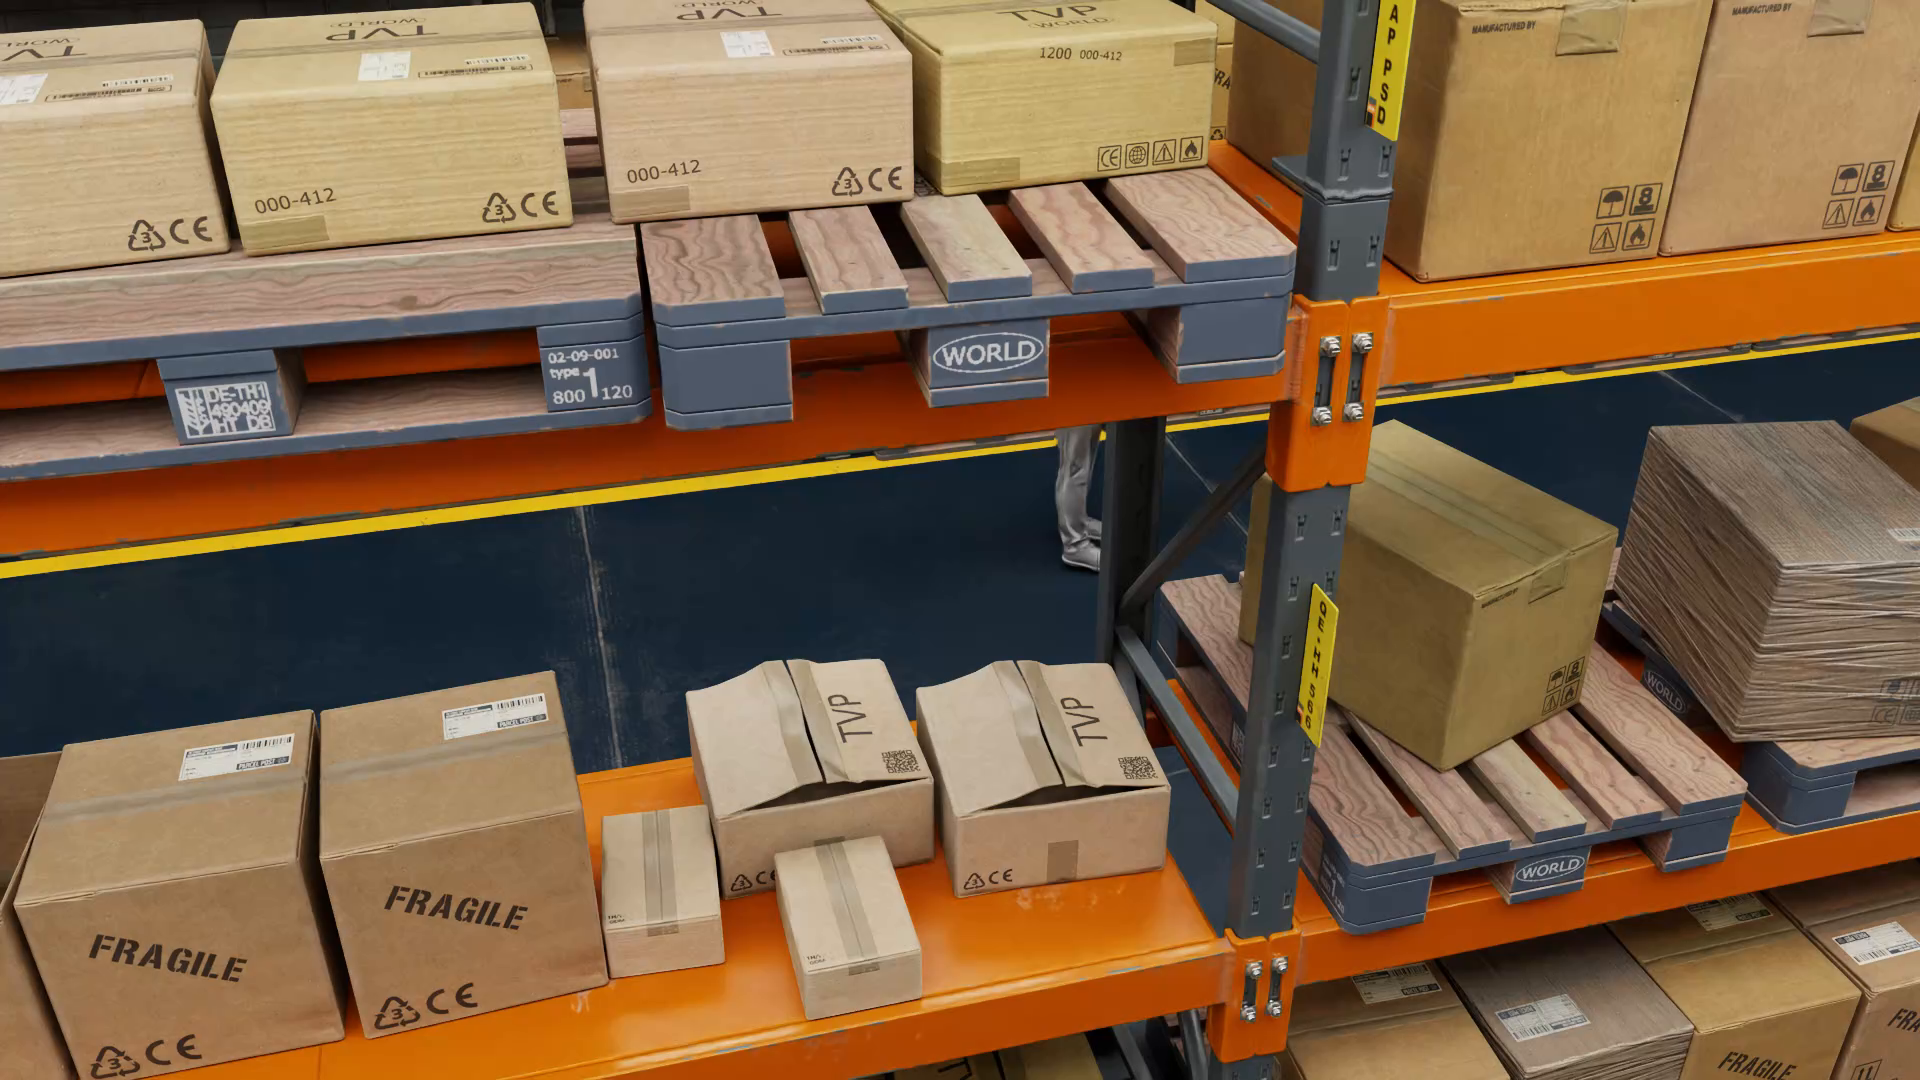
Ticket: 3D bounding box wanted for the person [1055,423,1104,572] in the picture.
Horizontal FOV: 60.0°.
[{"bbox_3d":[0.583,-0.713,7.297,0.530,1.690,0.494,17,35,27],"label":"person"}]
